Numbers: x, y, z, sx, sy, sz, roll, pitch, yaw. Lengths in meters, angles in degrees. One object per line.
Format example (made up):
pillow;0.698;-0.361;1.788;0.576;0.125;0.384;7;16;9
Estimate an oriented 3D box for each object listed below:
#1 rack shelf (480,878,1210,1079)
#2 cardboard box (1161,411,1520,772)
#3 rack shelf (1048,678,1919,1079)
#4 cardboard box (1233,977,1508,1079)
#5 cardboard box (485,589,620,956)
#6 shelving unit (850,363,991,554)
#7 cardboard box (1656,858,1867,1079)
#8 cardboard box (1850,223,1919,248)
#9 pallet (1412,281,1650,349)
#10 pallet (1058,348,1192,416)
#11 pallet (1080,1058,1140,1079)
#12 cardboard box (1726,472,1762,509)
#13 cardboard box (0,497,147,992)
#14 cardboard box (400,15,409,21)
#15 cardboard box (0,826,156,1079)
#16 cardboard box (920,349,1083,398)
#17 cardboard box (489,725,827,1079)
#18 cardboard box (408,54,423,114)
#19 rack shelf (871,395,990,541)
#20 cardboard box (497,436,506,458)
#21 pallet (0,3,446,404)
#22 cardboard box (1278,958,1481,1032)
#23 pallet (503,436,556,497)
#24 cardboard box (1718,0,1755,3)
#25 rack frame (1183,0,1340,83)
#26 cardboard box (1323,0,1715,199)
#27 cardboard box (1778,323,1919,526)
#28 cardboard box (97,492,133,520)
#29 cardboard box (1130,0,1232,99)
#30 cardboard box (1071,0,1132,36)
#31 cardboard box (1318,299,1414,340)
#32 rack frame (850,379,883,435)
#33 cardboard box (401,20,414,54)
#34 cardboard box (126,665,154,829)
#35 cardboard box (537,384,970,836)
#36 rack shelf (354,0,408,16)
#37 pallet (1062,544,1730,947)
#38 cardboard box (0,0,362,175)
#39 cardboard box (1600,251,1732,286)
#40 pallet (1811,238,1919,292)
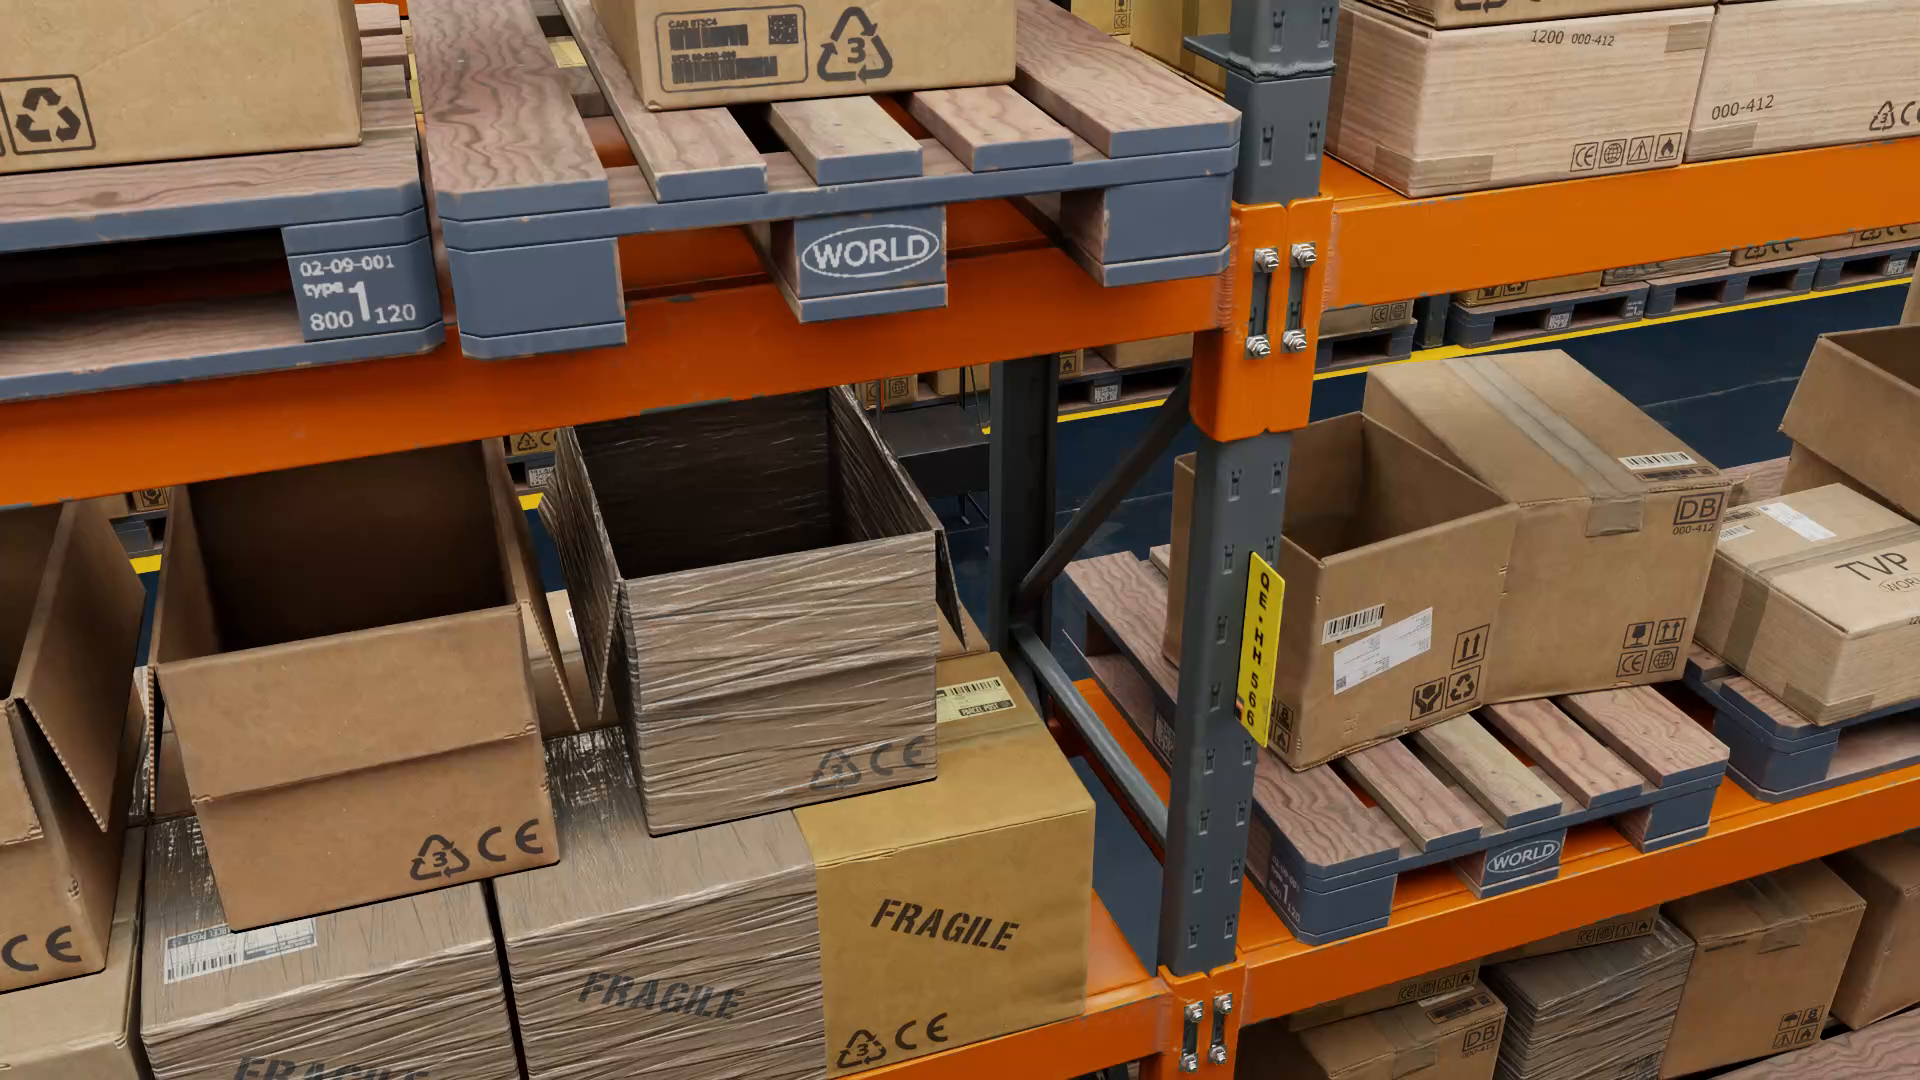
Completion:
rack shelf;-1.581;1.087;3.038;4.000;0.370;1.077;-10;31;-18
cardboard box;0.786;0.092;3.534;0.500;0.500;0.500;-14;33;-24
rack shelf;2.168;0.397;4.250;4.000;0.370;1.077;-10;31;-18
cardboard box;0.915;1.199;4.195;0.500;0.500;0.700;-12;32;-20
cardboard box;-0.739;0.434;3.357;0.500;0.500;0.500;-11;32;-19
shelving unit;-0.155;-0.884;6.680;0.503;2.100;0.431;-10;31;-18
cardboard box;1.959;0.997;4.551;0.500;0.500;0.700;-8;31;-13
cardboard box;5.544;-2.382;10.122;0.875;0.875;0.875;-10;31;-17
pallet;3.148;-1.463;9.605;1.213;0.211;1.003;-10;31;-18
pallet;0.566;-0.987;8.770;1.213;0.211;1.003;-10;31;-18
pallet;1.027;1.507;4.392;1.213;0.211;1.003;-10;31;-18
cardboard box;1.763;-0.108;4.120;0.258;0.266;0.396;-11;32;-19
cardboard box;-1.635;0.299;2.581;0.637;0.503;0.797;-9;31;-16
cardboard box;-3.838;-3.347;11.817;0.875;0.875;0.875;-11;31;-18
cardboard box;-1.514;0.848;2.630;0.500;0.500;0.500;-10;31;-17
cardboard box;0.079;-1.310;8.368;0.750;0.750;1.050;-10;31;-17
cardboard box;-0.552;0.670;2.944;0.500;0.500;0.500;-11;31;-18
cardboard box;-2.122;-1.836;6.671;0.250;0.149;0.380;-9;31;-16
rack shelf;-0.155;-0.264;7.033;0.480;0.518;0.431;-10;31;-18
cardboard box;-2.354;-0.663;7.484;0.500;0.500;0.500;-9;31;-16
pallet;-1.338;-0.462;2.191;1.213;0.211;1.003;-9;31;-15
cardboard box;0.911;0.869;4.018;0.500;0.250;0.500;-9;31;-16
pallet;-2.074;-0.543;7.990;1.213;0.211;1.003;-10;31;-18
cardboard box;1.301;-1.182;2.659;0.500;0.500;0.500;-10;31;-17
rack frame;0.294;-2.177;1.981;0.127;3.000;1.000;-10;31;-18
cardboard box;0.823;-0.772;2.696;0.500;0.250;0.500;-10;31;-17
cardboard box;2.450;-0.146;3.948;0.637;0.503;0.797;-7;30;-13
cardboard box;-3.810;-0.392;7.008;0.500;0.500;0.500;-9;31;-15
cardboard box;0.654;-1.005;3.104;0.500;0.250;0.500;-10;31;-18
cardboard box;0.516;-2.706;7.858;0.500;0.500;0.700;-11;31;-18
cardboard box;1.858;-1.636;8.939;0.750;0.750;1.050;-11;31;-18
rack frame;-0.384;-0.842;6.606;0.015;2.100;0.400;-10;31;-18
cardboard box;-2.324;-2.143;7.210;0.250;0.149;0.380;-11;31;-18
cardboard box;-1.687;0.609;3.050;0.500;0.500;0.500;-10;31;-17
cardboard box;-0.397;0.069;2.985;0.637;0.503;0.797;-9;31;-16
rack shelf;-5.036;-3.511;11.108;4.000;0.370;1.077;-10;31;-18
pallet;0.925;0.340;3.816;1.003;0.211;1.213;-10;31;-18
cardboard box;-1.031;-0.771;2.018;0.500;0.500;0.500;-9;31;-15
cardboard box;3.865;-2.072;9.579;0.875;0.875;0.875;-10;31;-17
pallet;5.435;-1.884;10.344;1.213;0.211;1.003;-10;31;-18
